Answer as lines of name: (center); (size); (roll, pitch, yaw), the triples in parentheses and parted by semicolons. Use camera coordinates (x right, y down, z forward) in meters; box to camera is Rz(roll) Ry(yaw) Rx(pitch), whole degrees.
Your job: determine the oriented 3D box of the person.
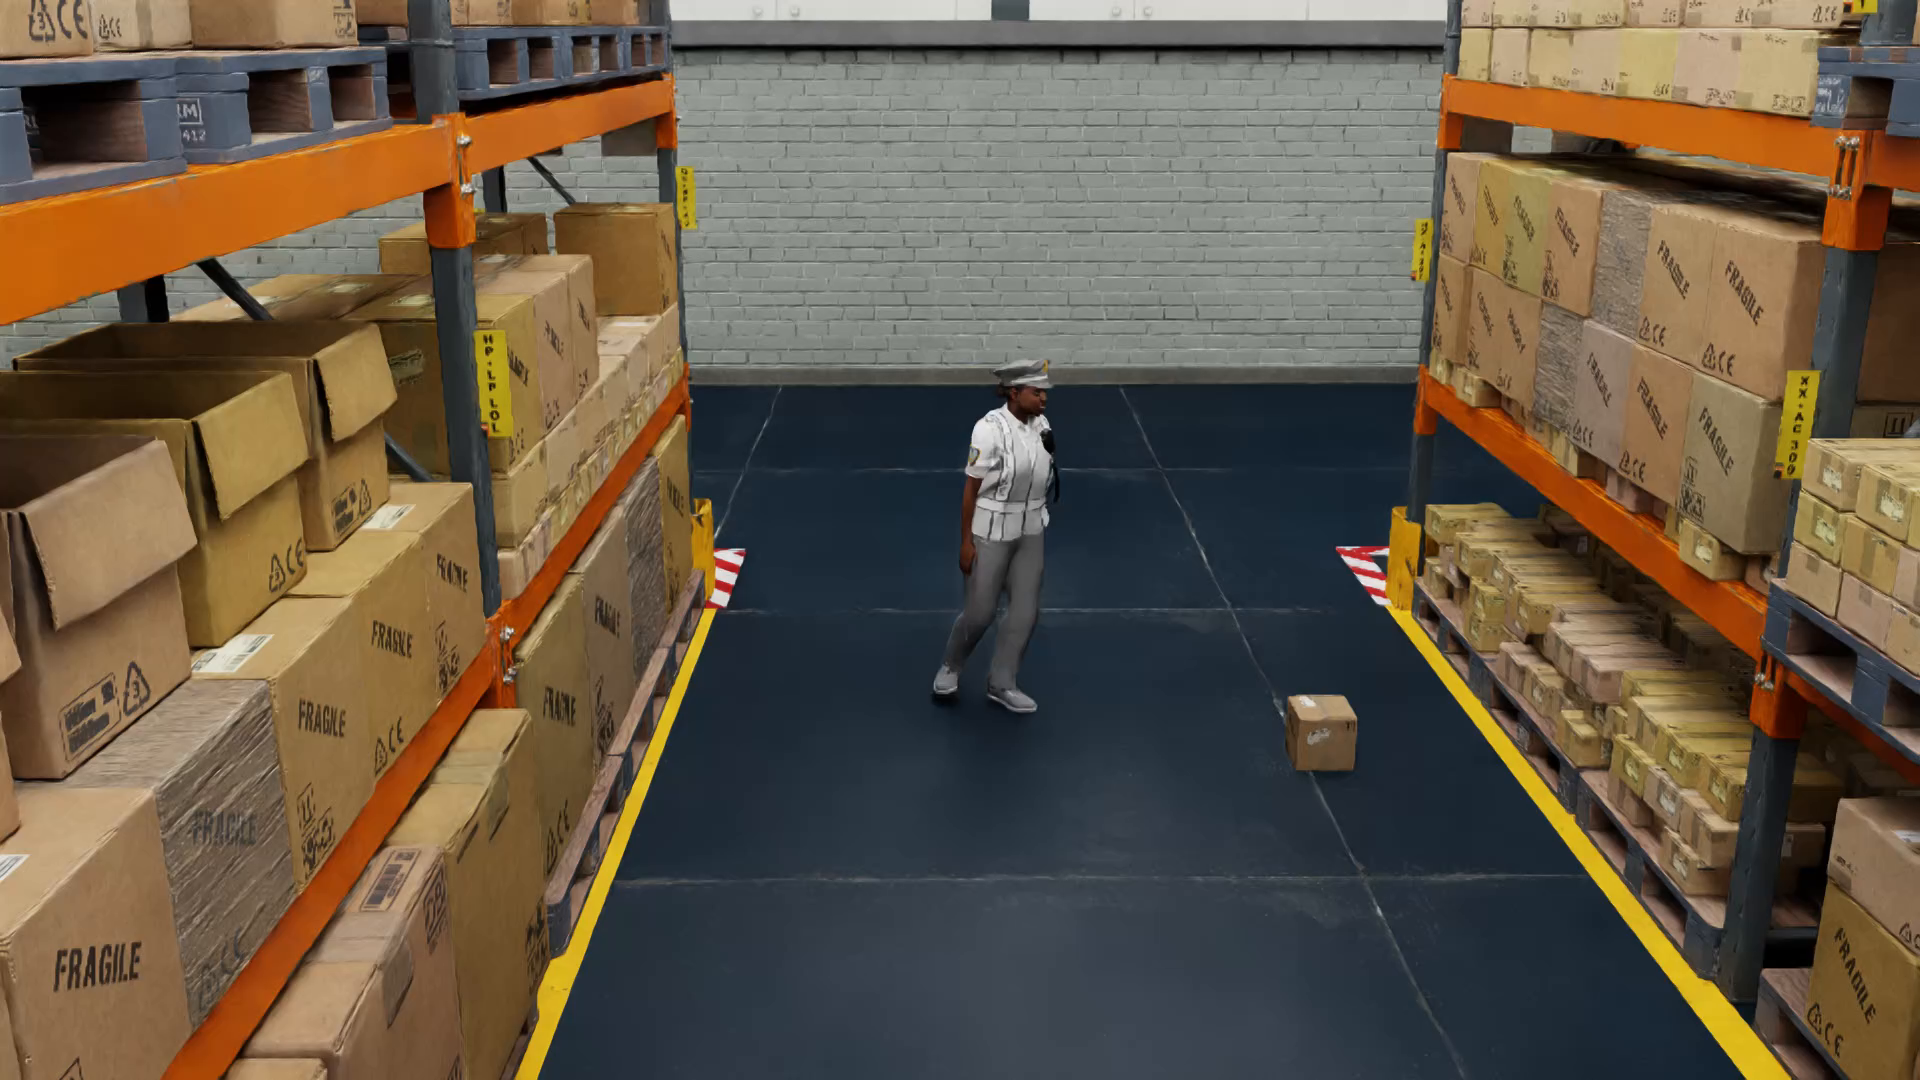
person: (0.159, -0.033, 7.638); (0.519, 1.664, 0.515); (-12, 21, -33)
